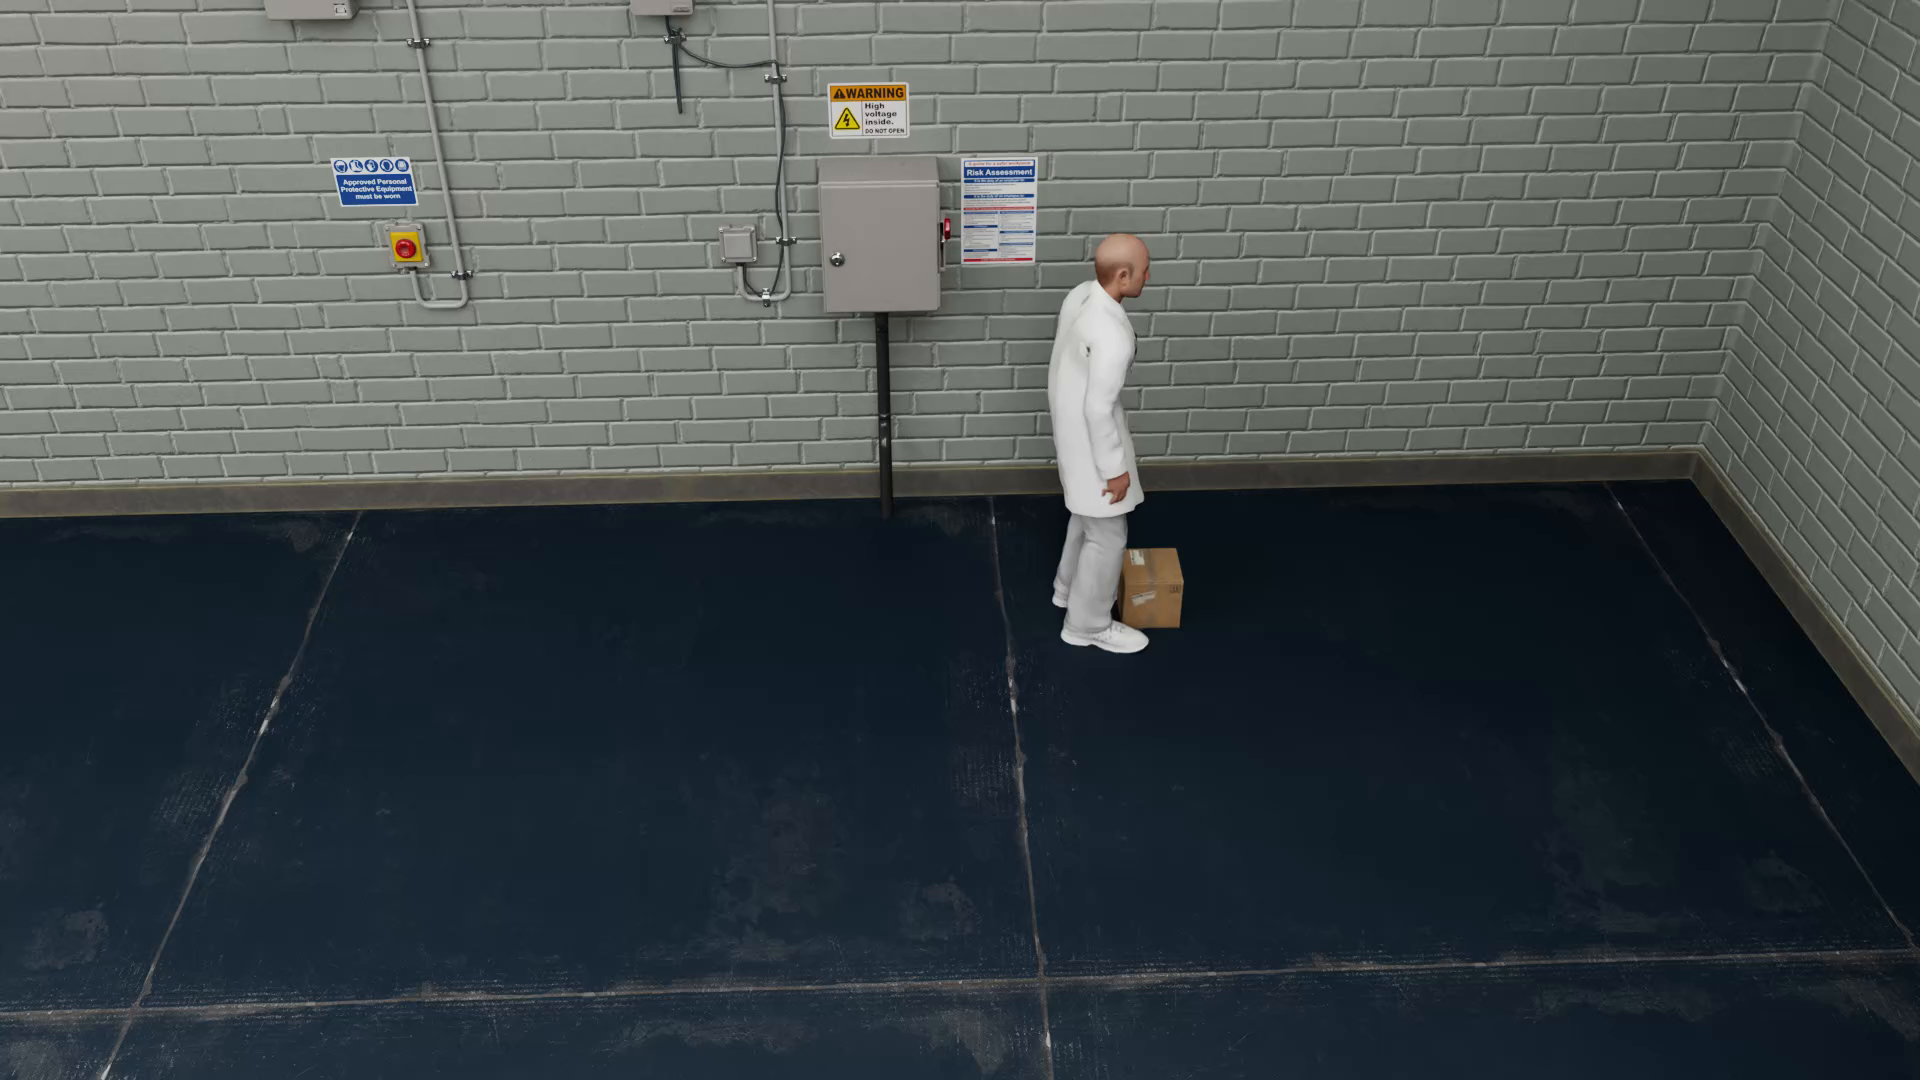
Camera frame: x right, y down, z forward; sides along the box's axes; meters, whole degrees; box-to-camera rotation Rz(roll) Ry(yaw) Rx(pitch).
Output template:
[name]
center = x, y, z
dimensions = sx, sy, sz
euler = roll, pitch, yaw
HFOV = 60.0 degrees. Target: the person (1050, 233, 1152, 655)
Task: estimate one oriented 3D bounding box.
[person]
center = 0.573, -0.404, 6.740
dimensions = 0.425, 1.774, 0.654
euler = -3, 35, -5
